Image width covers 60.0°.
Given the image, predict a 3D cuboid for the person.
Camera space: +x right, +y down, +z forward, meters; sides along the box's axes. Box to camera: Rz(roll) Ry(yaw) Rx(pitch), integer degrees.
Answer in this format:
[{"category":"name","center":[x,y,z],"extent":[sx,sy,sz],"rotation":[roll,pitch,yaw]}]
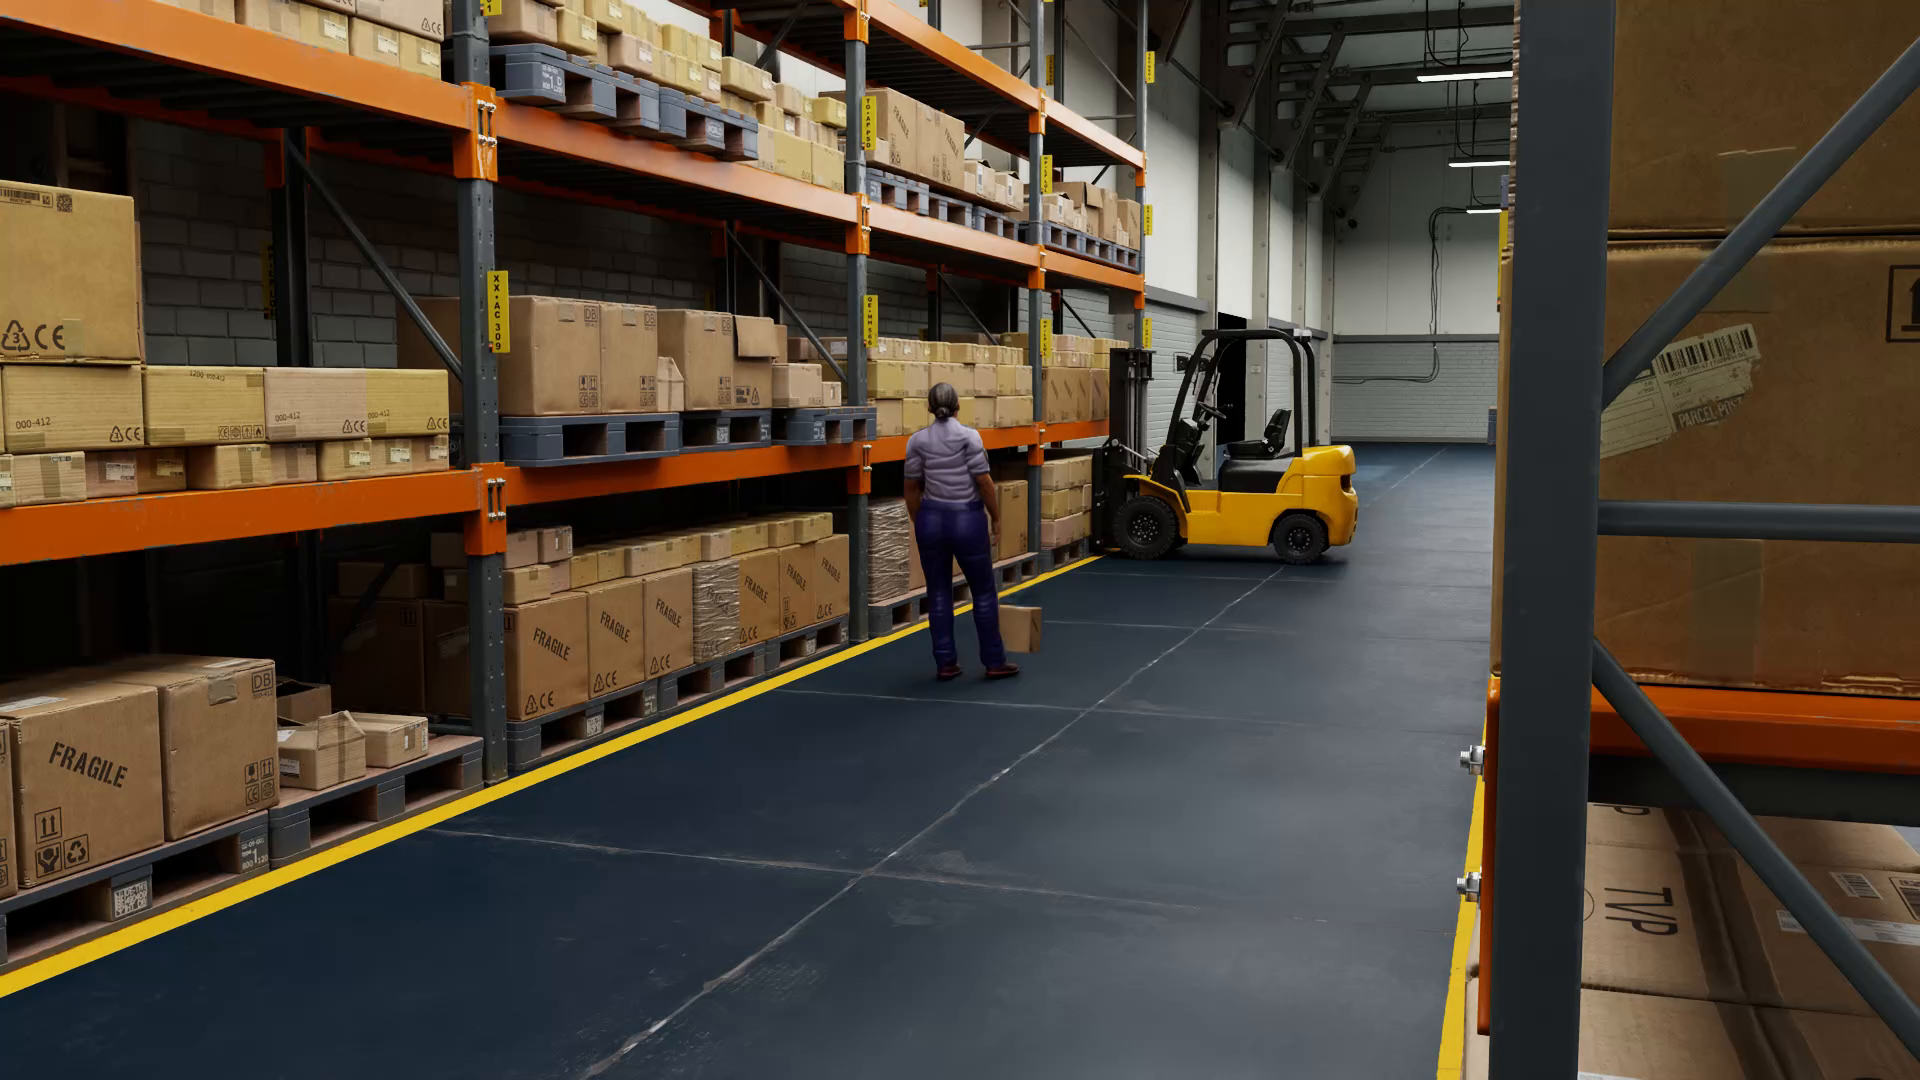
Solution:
[{"category":"person","center":[0.002,-0.050,9.319],"extent":[0.587,1.639,0.500],"rotation":[2,6,19]}]
